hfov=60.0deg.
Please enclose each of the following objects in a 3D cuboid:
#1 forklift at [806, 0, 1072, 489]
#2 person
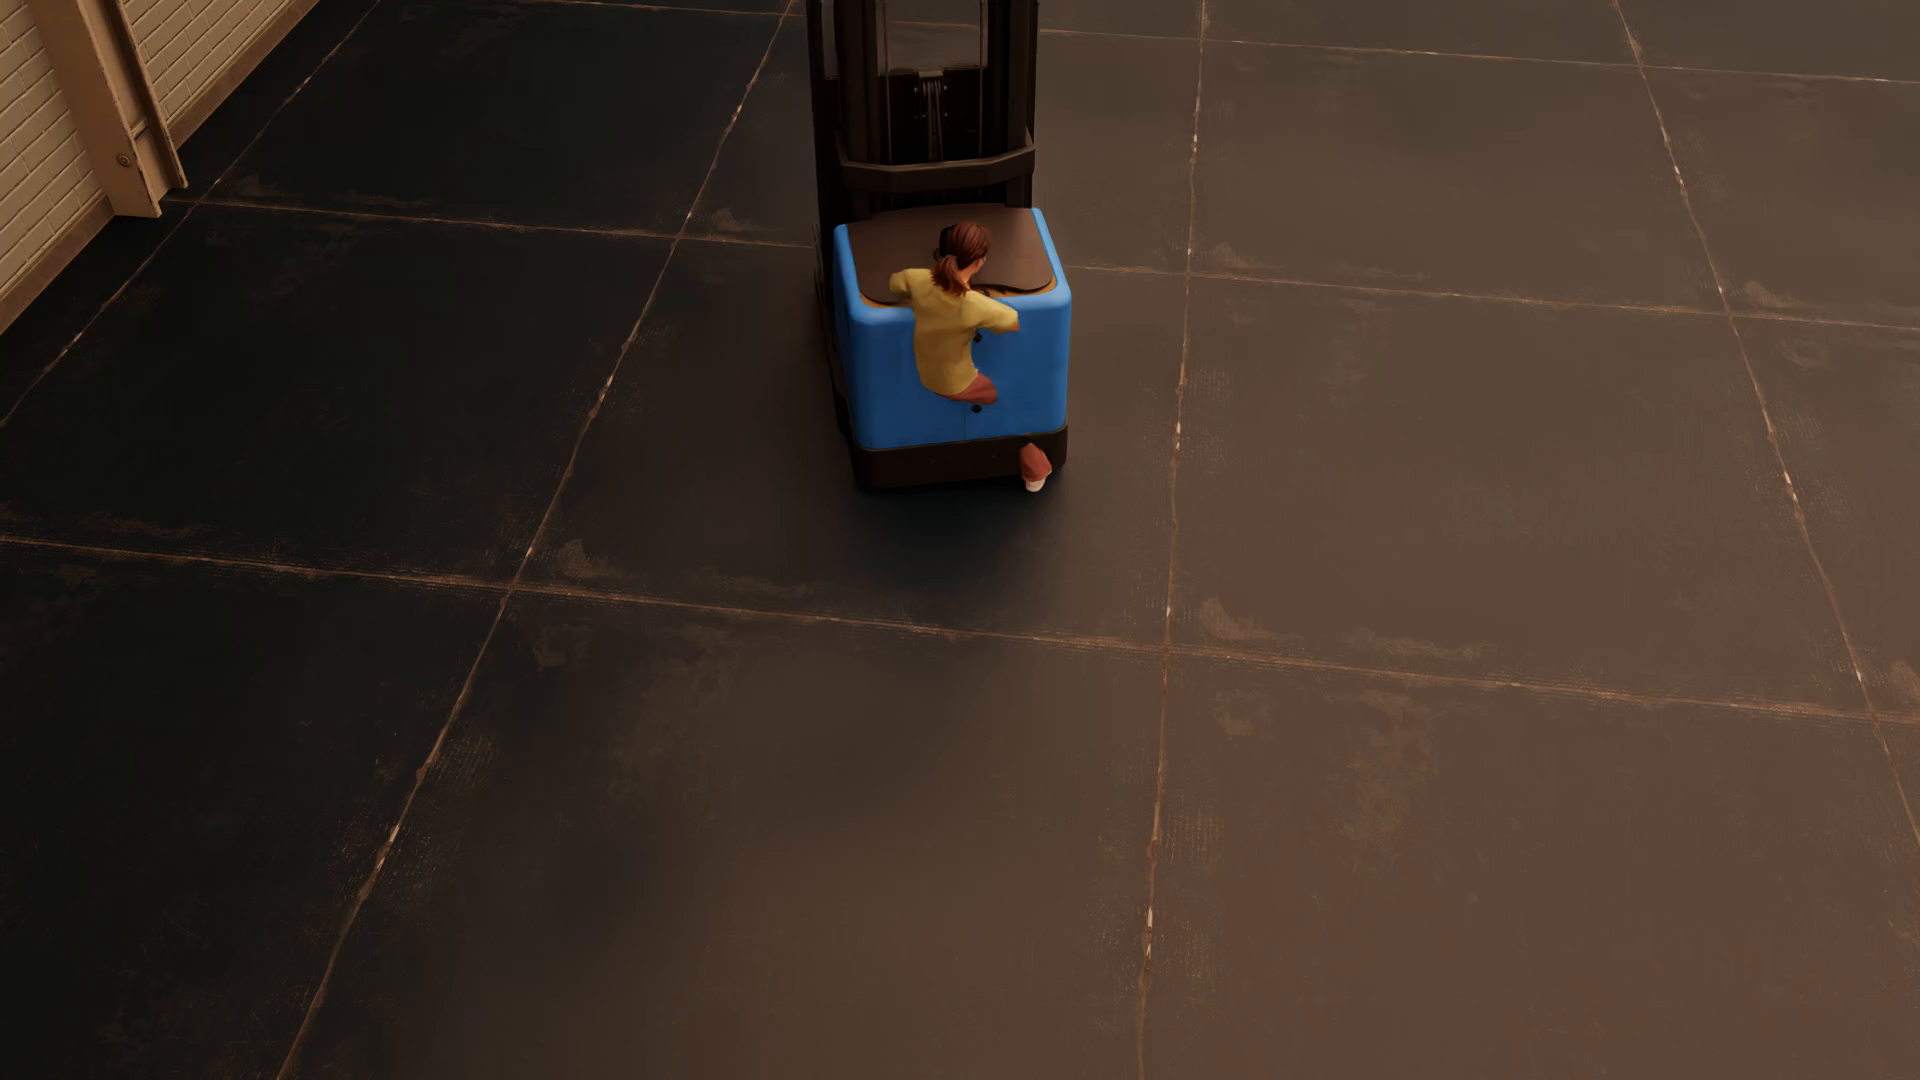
[{"bbox_3d":[-0.215,-2.329,8.259,1.130,2.935,3.031,-6,43,-7],"label":"forklift"},{"bbox_3d":[0.051,-0.924,7.808,0.844,1.473,0.712,19,46,20],"label":"person"}]
